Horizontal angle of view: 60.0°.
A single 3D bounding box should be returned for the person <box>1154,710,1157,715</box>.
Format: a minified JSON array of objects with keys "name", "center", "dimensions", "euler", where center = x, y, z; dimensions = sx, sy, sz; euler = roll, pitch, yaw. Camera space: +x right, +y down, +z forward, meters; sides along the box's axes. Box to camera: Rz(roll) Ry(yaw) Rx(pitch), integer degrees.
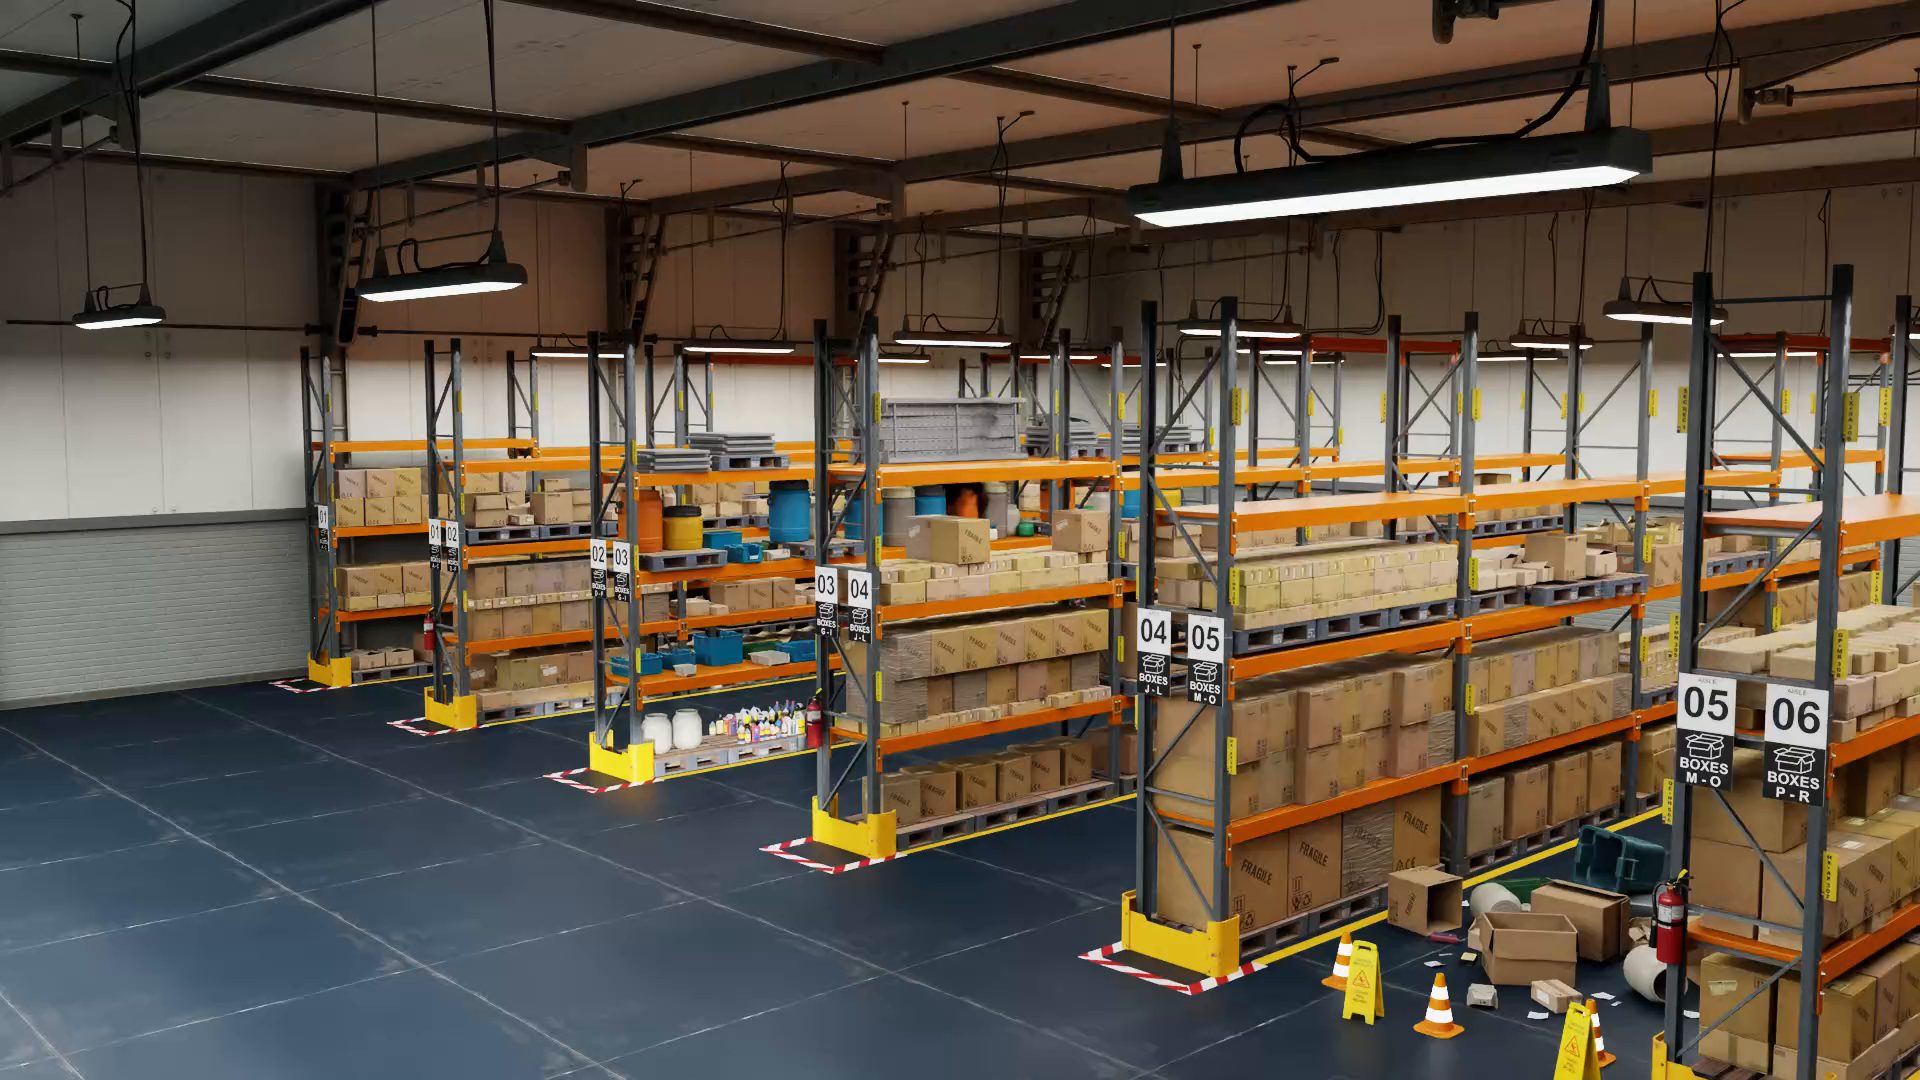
[{"name":"person","center":[3.183,1.823,25.478],"dimensions":[0.538,1.610,0.808],"euler":[4,6,37]}]
